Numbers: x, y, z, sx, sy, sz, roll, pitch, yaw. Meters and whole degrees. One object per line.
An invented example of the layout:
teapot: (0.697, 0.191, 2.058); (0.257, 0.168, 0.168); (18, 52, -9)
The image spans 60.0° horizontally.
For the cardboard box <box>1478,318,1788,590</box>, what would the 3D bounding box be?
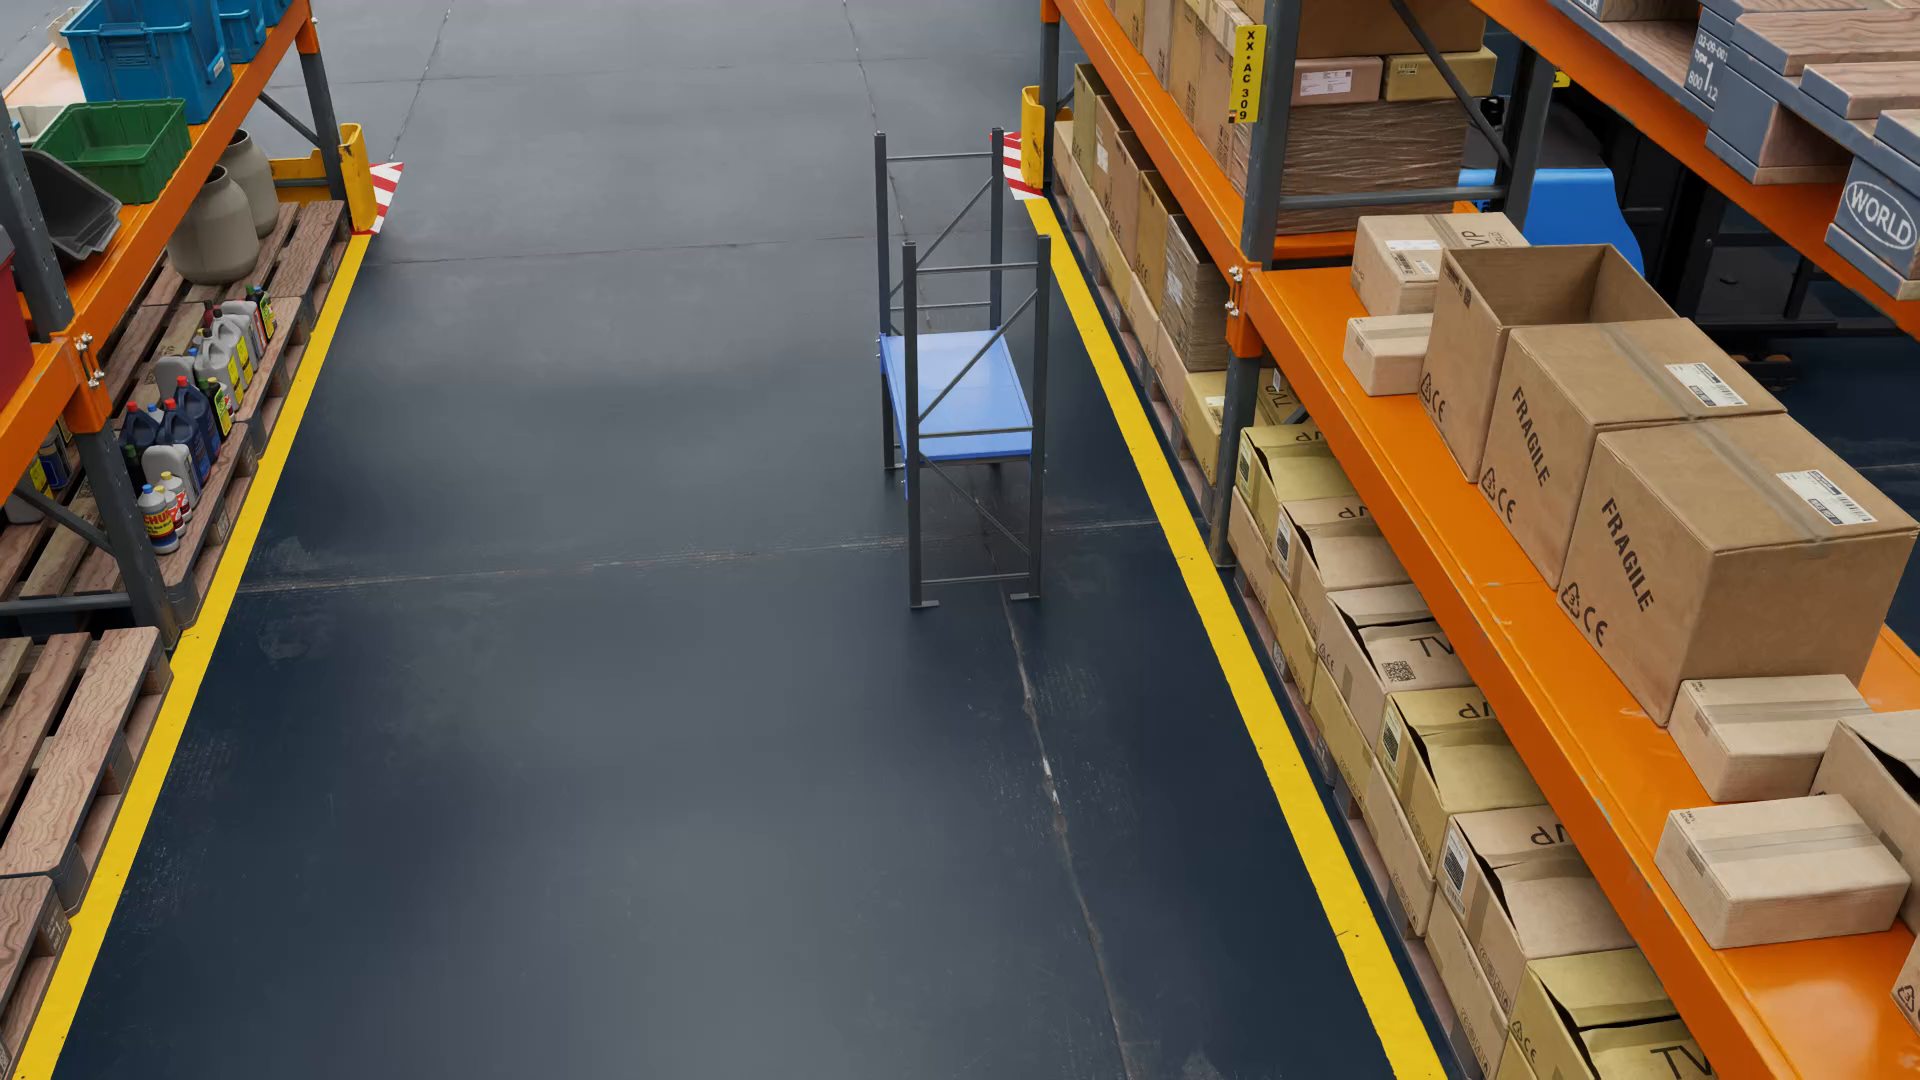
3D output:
cardboard box: (1.726, -0.231, 4.337); (0.500, 0.500, 0.500); (-4, 35, -6)

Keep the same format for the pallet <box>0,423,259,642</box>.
pallet: (-3.458, -0.046, 6.630); (1.003, 0.211, 1.213); (-4, 35, -6)

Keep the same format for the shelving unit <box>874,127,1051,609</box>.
shelving unit: (-0.011, -0.667, 6.397); (0.538, 1.500, 1.048); (-4, 35, -6)

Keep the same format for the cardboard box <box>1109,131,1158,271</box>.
cardboard box: (1.013, -1.619, 7.865); (0.500, 0.500, 0.500); (-4, 35, -6)

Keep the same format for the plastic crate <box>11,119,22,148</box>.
plastic crate: (-3.826, -1.356, 6.208); (0.499, 0.251, 0.616); (-4, 35, -6)

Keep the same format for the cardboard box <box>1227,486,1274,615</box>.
cardboard box: (1.309, 0.013, 6.136); (0.500, 0.250, 0.500); (-5, 35, -8)

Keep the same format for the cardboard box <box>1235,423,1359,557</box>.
cardboard box: (1.309, -0.213, 5.970); (0.500, 0.311, 0.500); (-4, 35, -6)

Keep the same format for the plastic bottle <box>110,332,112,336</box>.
plastic bottle: (-4.012, -1.071, 7.691); (0.097, 0.271, 0.097); (0, 34, 0)

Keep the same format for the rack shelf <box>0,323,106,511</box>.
rack shelf: (-3.140, 0.593, 3.855); (1.077, 0.370, 4.000); (-4, 35, -6)

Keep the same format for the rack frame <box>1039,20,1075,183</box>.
rack frame: (0.962, -3.426, 9.113); (1.000, 3.000, 0.127); (-4, 35, -6)

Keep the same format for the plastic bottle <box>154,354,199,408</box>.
plastic bottle: (-3.332, -0.676, 7.106); (0.152, 0.276, 0.135); (-4, 35, -6)

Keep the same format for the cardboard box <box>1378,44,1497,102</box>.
cardboard box: (1.656, -1.667, 5.868); (0.380, 0.149, 0.250); (-4, 35, -6)

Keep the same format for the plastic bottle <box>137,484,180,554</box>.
plastic bottle: (-3.017, -0.086, 6.244); (0.097, 0.271, 0.097); (0, 34, 0)

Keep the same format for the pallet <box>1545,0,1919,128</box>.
pallet: (1.705, -1.119, 3.232); (1.003, 0.211, 1.213); (-3, 34, -4)

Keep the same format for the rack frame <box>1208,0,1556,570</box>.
rack frame: (1.500, -1.193, 5.838); (1.000, 3.000, 0.127); (-4, 35, -6)

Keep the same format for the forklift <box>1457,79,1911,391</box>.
forklift: (3.518, -2.205, 7.382); (3.031, 2.935, 1.130); (-1, 34, -1)

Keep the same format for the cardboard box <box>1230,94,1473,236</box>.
cardboard box: (1.434, -1.482, 6.172); (0.700, 0.500, 0.500); (-5, 35, -8)

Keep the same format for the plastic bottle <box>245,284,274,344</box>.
plastic bottle: (-3.231, -1.056, 7.658); (0.061, 0.283, 0.133); (-4, 34, -5)

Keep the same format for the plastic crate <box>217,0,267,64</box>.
plastic crate: (-3.501, -2.372, 7.698); (0.499, 0.251, 0.408); (-4, 35, -6)

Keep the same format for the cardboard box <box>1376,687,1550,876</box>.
cardboard box: (1.517, 0.645, 4.711); (0.500, 0.311, 0.500); (-3, 34, -5)

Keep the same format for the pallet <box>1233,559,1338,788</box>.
pallet: (1.638, 0.367, 6.024); (1.003, 0.211, 1.213); (-4, 35, -6)

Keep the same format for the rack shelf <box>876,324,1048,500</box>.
rack shelf: (-0.011, -0.519, 6.499); (0.538, 0.185, 1.000); (-4, 35, -6)

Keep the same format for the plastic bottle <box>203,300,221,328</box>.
plastic bottle: (-3.364, -0.969, 7.530); (0.061, 0.283, 0.133); (-4, 35, -6)

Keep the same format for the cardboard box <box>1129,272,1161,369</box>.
cardboard box: (1.082, -1.031, 7.667); (0.500, 0.250, 0.500); (-4, 35, -6)

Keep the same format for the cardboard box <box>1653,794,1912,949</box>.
cardboard box: (1.643, 0.662, 3.339); (0.380, 0.149, 0.250); (-4, 35, -6)

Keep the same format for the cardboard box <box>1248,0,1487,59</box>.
cardboard box: (1.434, -2.018, 5.807); (0.700, 0.500, 0.500); (-4, 34, -6)

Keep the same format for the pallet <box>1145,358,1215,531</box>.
pallet: (1.435, -0.488, 7.279); (1.003, 0.211, 1.213); (-4, 35, -6)

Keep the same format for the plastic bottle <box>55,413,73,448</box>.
plastic bottle: (-3.752, -0.527, 6.881); (0.061, 0.283, 0.133); (-4, 35, -6)

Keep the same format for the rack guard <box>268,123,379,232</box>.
rack guard: (-3.890, -1.981, 9.212); (1.175, 0.500, 0.348); (-4, 35, -6)

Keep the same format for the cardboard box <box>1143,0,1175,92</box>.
cardboard box: (1.223, -2.342, 7.434); (0.700, 0.500, 0.500); (-3, 34, -5)

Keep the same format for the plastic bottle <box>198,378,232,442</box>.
plastic bottle: (-3.112, -0.562, 6.933); (0.061, 0.283, 0.133); (-3, 34, -4)

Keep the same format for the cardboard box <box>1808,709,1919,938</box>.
cardboard box: (2.110, 0.562, 3.341); (0.500, 0.311, 0.500); (-5, 35, -7)

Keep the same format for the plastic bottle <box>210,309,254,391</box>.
plastic bottle: (-3.214, -0.836, 7.274); (0.144, 0.351, 0.185); (-3, 34, -4)

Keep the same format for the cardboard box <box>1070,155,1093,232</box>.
cardboard box: (0.885, -1.868, 8.896); (0.500, 0.250, 0.500); (-4, 35, -6)

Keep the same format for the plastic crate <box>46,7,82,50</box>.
plastic crate: (-4.145, -2.420, 7.871); (0.298, 0.136, 0.250); (-4, 35, -6)

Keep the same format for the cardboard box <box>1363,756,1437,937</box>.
cardboard box: (1.516, 0.871, 4.877); (0.500, 0.250, 0.500); (-4, 34, -5)

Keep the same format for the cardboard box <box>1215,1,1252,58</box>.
cardboard box: (1.182, -1.922, 6.242); (0.380, 0.149, 0.250); (-5, 35, -8)

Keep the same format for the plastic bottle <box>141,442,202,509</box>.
plastic bottle: (-3.088, -0.266, 6.505); (0.152, 0.276, 0.135); (-3, 34, -5)

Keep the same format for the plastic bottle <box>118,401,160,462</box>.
plastic bottle: (-3.249, -0.378, 6.603); (0.144, 0.351, 0.185); (-4, 35, -6)

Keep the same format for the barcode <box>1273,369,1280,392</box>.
barcode: (1.122, -0.565, 5.892); (0.001, 0.075, 0.075); (-4, 35, -6)
